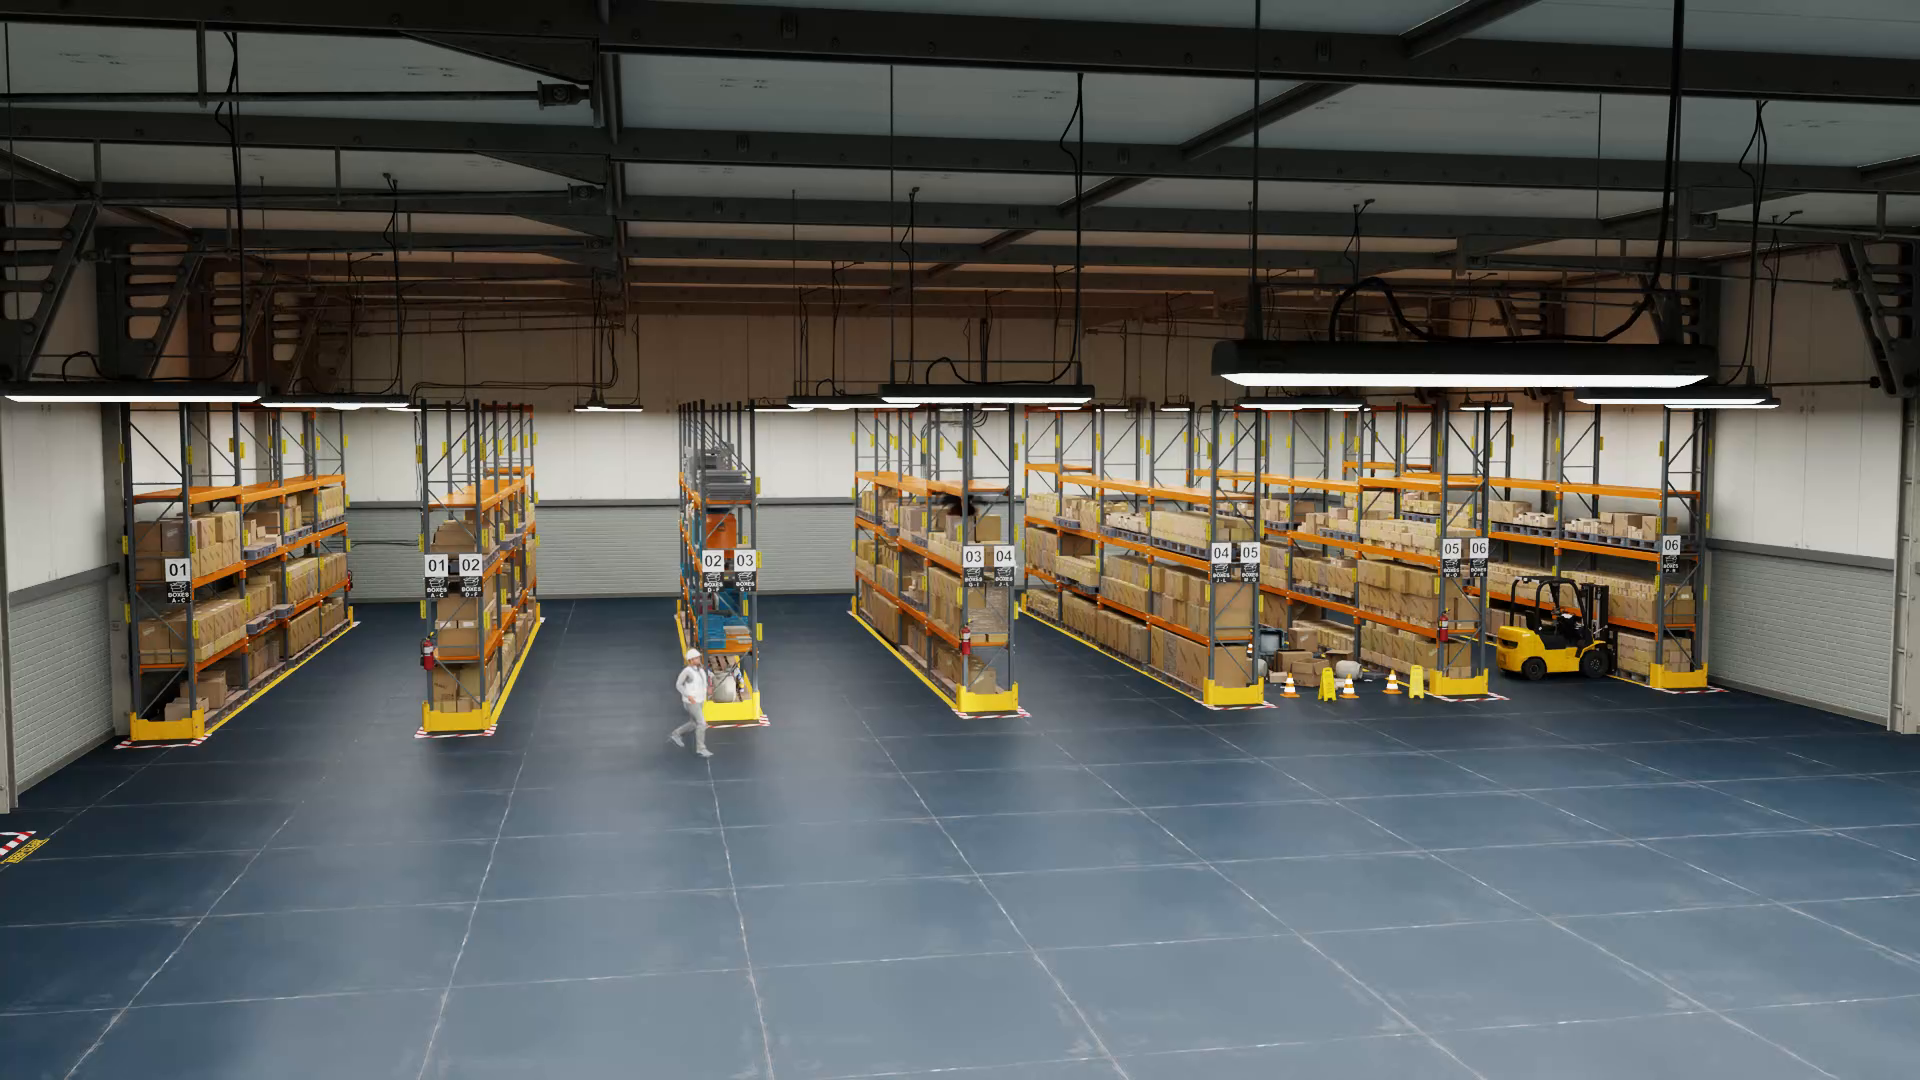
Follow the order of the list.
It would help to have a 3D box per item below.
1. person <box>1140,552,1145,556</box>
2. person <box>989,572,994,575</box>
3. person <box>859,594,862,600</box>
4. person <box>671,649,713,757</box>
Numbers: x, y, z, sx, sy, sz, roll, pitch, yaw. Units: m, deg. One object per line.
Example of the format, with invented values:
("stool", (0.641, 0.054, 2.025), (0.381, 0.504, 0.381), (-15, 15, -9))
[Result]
("person", (5.508, 1.123, 50.495), (0.747, 1.636, 0.607), (-2, 5, -19))
("person", (0.759, 1.253, 48.567), (0.604, 1.647, 0.764), (0, 4, -6))
("person", (-2.647, 1.158, 48.750), (0.938, 1.783, 0.692), (0, 4, -3))
("person", (-4.532, 2.724, 27.976), (0.827, 1.792, 0.594), (1, 5, 19))
